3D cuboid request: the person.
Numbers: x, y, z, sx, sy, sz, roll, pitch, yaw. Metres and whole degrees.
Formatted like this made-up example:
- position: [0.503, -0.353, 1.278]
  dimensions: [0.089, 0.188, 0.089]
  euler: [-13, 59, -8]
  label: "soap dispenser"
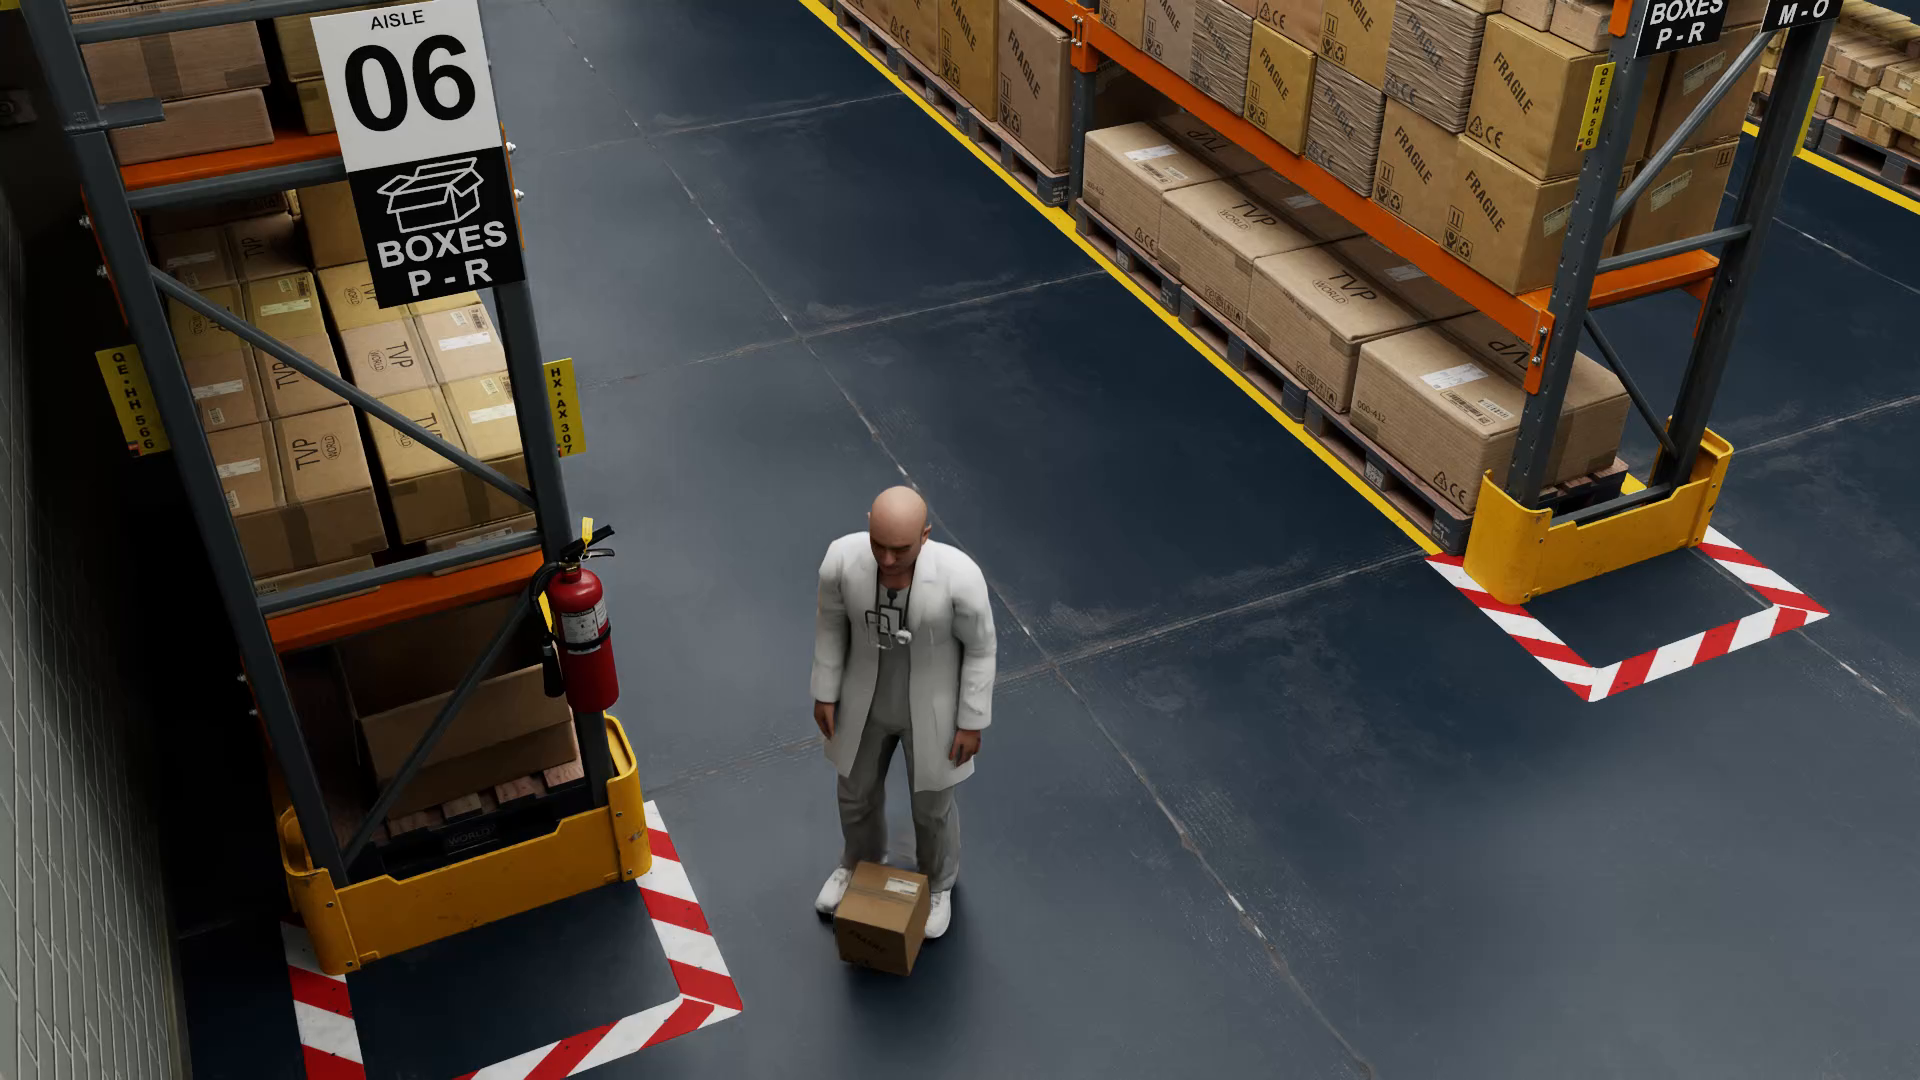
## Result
- position: [-0.192, 0.547, 5.430]
  dimensions: [0.617, 1.774, 0.426]
  euler: [10, 38, 13]
  label: "person"
